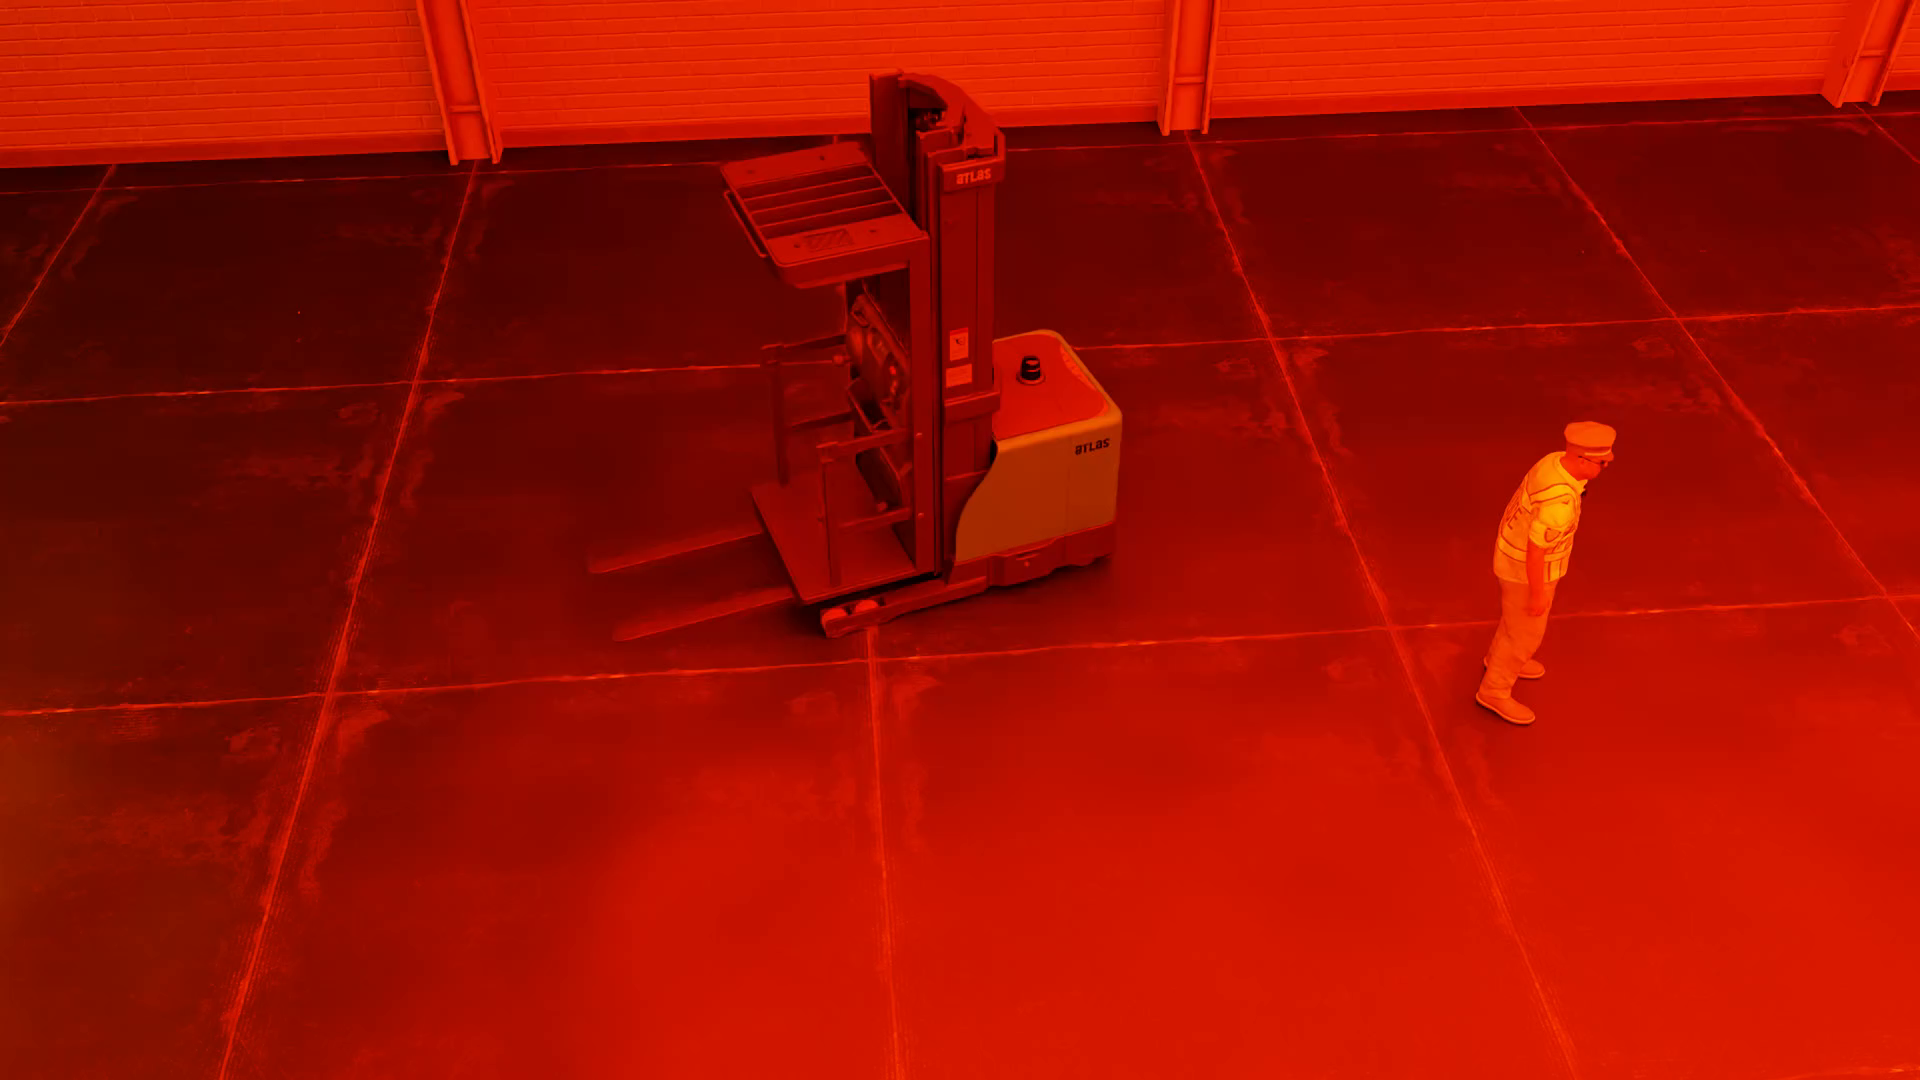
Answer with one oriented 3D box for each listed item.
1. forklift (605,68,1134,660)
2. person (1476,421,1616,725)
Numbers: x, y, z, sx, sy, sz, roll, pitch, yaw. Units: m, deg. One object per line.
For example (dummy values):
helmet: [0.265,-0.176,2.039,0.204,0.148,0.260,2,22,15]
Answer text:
forklift: [-0.541,-0.933,9.029,3.031,2.935,1.130,-18,44,-20]
person: [3.012,0.126,8.699,0.439,1.748,0.607,14,42,15]
